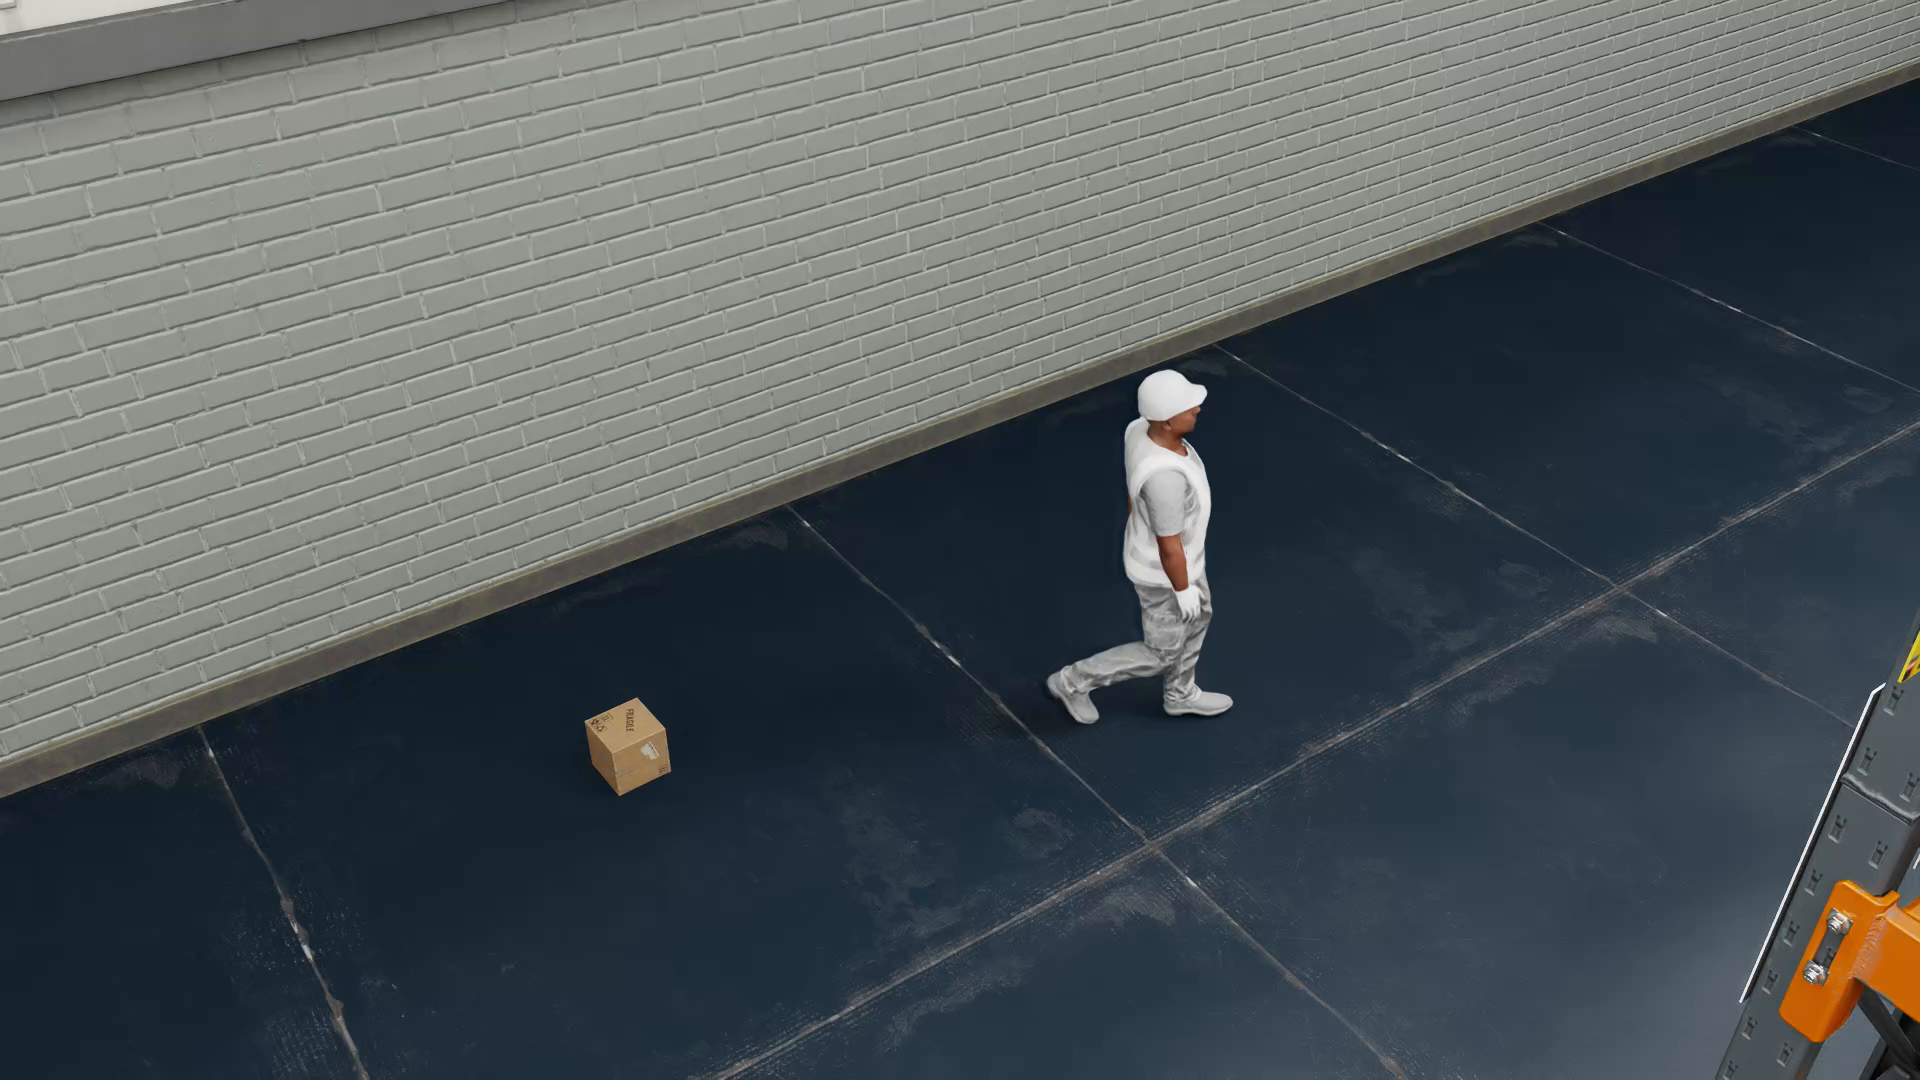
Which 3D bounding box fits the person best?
[{"bbox_3d":[0.795,0.083,6.861,0.831,1.757,0.540,2,36,2],"label":"person"}]
